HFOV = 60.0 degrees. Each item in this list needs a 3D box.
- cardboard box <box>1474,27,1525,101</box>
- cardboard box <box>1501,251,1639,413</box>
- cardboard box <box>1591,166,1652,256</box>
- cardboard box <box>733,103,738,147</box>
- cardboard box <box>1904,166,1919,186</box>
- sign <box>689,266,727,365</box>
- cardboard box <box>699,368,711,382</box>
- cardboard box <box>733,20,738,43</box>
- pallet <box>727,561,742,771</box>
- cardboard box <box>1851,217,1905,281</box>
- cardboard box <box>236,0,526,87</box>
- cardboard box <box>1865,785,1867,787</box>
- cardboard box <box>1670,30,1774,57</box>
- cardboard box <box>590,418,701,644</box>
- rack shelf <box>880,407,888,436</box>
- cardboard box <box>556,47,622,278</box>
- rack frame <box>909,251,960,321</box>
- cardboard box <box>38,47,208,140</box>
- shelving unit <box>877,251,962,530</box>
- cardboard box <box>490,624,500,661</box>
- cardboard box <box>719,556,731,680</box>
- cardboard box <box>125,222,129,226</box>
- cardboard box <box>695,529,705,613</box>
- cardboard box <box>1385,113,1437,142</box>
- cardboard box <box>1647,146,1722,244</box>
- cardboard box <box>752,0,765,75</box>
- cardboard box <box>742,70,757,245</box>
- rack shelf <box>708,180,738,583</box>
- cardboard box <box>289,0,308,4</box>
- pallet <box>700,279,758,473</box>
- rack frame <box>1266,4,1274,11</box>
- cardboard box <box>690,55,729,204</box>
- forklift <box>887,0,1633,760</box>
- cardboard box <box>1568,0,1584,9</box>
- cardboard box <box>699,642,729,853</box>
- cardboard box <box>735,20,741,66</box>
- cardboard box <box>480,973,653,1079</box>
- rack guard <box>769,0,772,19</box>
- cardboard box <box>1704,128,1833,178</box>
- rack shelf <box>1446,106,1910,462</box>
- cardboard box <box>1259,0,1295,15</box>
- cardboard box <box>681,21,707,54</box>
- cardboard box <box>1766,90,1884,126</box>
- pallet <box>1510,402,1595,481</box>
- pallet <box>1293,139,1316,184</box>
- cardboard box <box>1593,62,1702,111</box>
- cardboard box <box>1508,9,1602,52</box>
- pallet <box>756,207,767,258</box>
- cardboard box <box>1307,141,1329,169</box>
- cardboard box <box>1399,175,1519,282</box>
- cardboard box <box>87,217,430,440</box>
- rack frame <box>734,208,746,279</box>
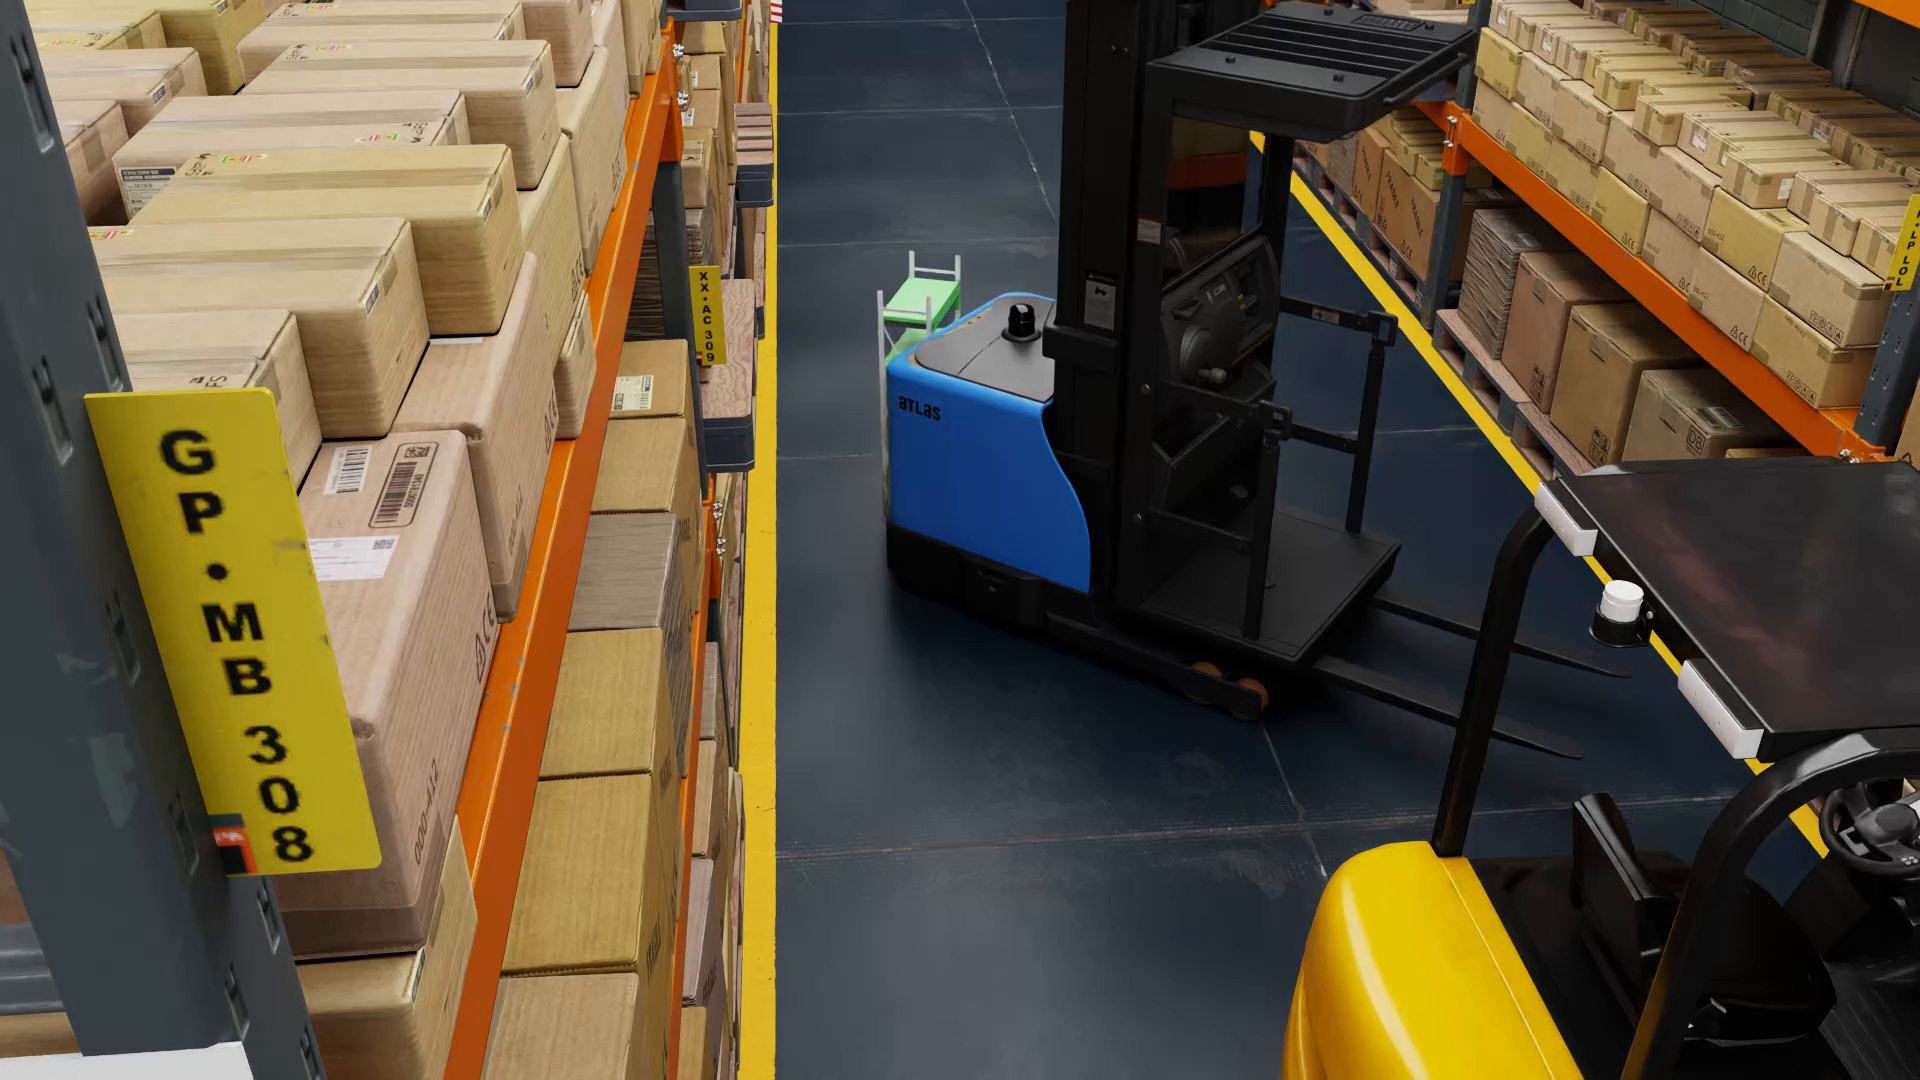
[{"bbox_3d":[3.020,-2.482,8.639,0.500,0.250,0.500,-3,31,-5],"label":"cardboard box"},{"bbox_3d":[3.360,-1.080,8.539,0.875,0.625,0.625,-2,31,-3],"label":"cardboard box"},{"bbox_3d":[3.189,-1.484,7.456,0.500,0.250,0.500,-2,31,-3],"label":"cardboard box"},{"bbox_3d":[-1.265,-1.988,7.989,0.380,0.149,0.250,-3,31,-5],"label":"cardboard box"},{"bbox_3d":[3.806,-1.307,6.284,0.380,0.149,0.250,-3,31,-5],"label":"cardboard box"},{"bbox_3d":[-0.781,-0.691,5.138,0.100,0.325,0.005,-3,31,-5],"label":"sign"},{"bbox_3d":[-1.058,-0.659,5.764,0.380,0.149,0.250,-2,31,-4],"label":"cardboard box"},{"bbox_3d":[-1.543,-3.016,9.534,0.500,0.250,0.500,-2,31,-3],"label":"cardboard box"},{"bbox_3d":[-1.395,0.510,6.690,1.003,0.211,1.213,-3,31,-5],"label":"pallet"},{"bbox_3d":[3.368,-1.014,5.793,0.380,0.149,0.250,-2,31,-3],"label":"cardboard box"},{"bbox_3d":[-0.888,-0.739,2.605,0.380,0.149,0.250,-2,31,-4],"label":"cardboard box"},{"bbox_3d":[3.336,0.734,5.868,0.500,0.250,0.500,-2,31,-4],"label":"cardboard box"},{"bbox_3d":[3.670,-2.351,8.031,0.380,0.149,0.250,-3,31,-6],"label":"cardboard box"},{"bbox_3d":[-0.977,0.017,4.408,0.500,0.500,0.500,-2,31,-3],"label":"cardboard box"},{"bbox_3d":[-0.178,-0.618,7.739,0.258,0.148,0.480,8,32,13],"label":"rack shelf"},{"bbox_3d":[-0.868,-0.650,2.845,0.500,0.250,0.500,-2,31,-4],"label":"cardboard box"},{"bbox_3d":[-0.116,-0.793,7.908,0.240,1.200,0.015,8,32,13],"label":"rack frame"},{"bbox_3d":[-1.287,-0.583,2.343,0.380,0.149,0.250,-4,31,-6],"label":"cardboard box"},{"bbox_3d":[-0.178,-0.672,7.706,0.258,1.200,0.503,8,32,13],"label":"shelving unit"},{"bbox_3d":[-0.759,0.121,1.942,0.380,0.149,0.250,-2,31,-3],"label":"cardboard box"},{"bbox_3d":[-1.372,0.391,6.324,0.950,0.372,0.625,-2,31,-4],"label":"cardboard box"},{"bbox_3d":[-1.362,-0.368,2.372,0.500,0.250,0.500,-2,31,-3],"label":"cardboard box"},{"bbox_3d":[-0.957,0.095,4.911,0.380,0.149,0.250,-2,31,-3],"label":"cardboard box"},{"bbox_3d":[2.932,-2.608,10.587,0.380,0.149,0.250,-2,31,-3],"label":"cardboard box"},{"bbox_3d":[3.223,-1.441,6.897,0.500,0.250,0.500,-2,31,-4],"label":"cardboard box"},{"bbox_3d":[-2.104,-4.237,14.007,0.875,0.438,0.875,-4,31,-6],"label":"cardboard box"},{"bbox_3d":[-1.756,-2.412,10.525,0.875,0.875,0.875,-2,31,-4],"label":"cardboard box"},{"bbox_3d":[-1.508,-1.002,7.203,1.077,0.370,4.000,-3,31,-5],"label":"rack shelf"},{"bbox_3d":[-1.476,-1.109,3.224,0.380,0.149,0.250,-4,31,-6],"label":"cardboard box"},{"bbox_3d":[-1.248,-0.604,6.024,1.003,0.211,1.213,-3,31,-5],"label":"pallet"},{"bbox_3d":[2.873,-4.614,12.549,1.000,3.000,0.127,-3,31,-5],"label":"rack frame"},{"bbox_3d":[-1.218,-1.664,6.814,0.500,0.500,0.500,-4,31,-7],"label":"cardboard box"},{"bbox_3d":[1.182,-0.858,6.328,3.031,2.935,1.130,19,36,29],"label":"forklift"},{"bbox_3d":[3.354,-3.065,9.449,0.500,0.500,0.500,-1,31,-2],"label":"cardboard box"},{"bbox_3d":[-0.999,0.678,5.230,0.500,0.500,0.500,-3,31,-5],"label":"cardboard box"},{"bbox_3d":[-1.599,-3.059,10.092,0.500,0.250,0.500,-2,31,-3],"label":"cardboard box"},{"bbox_3d":[-0.767,1.063,2.658,0.500,0.500,0.500,-2,31,-3],"label":"cardboard box"},{"bbox_3d":[-2.444,-5.355,16.228,1.175,0.500,0.348,-3,31,-5],"label":"rack guard"},{"bbox_3d":[3.236,-1.537,6.669,0.380,0.149,0.250,-3,31,-6],"label":"cardboard box"},{"bbox_3d":[3.434,-1.241,7.605,1.077,0.370,4.000,-3,31,-5],"label":"rack shelf"},{"bbox_3d":[2.600,-4.478,14.350,0.700,0.500,0.500,-4,31,-6],"label":"cardboard box"},{"bbox_3d":[-1.261,-2.139,6.977,0.380,0.149,0.250,-4,31,-7],"label":"cardboard box"},{"bbox_3d":[3.705,-1.821,7.143,0.380,0.149,0.250,-2,31,-4],"label":"cardboard box"},{"bbox_3d":[3.396,-0.331,8.098,1.003,0.211,1.213,-3,31,-5],"label":"pallet"},{"bbox_3d":[2.987,-3.003,12.572,1.003,0.211,1.213,-3,31,-5],"label":"pallet"},{"bbox_3d":[3.114,-2.058,7.539,0.380,0.149,0.250,-2,31,-4],"label":"cardboard box"},{"bbox_3d":[3.010,-2.580,8.414,0.380,0.149,0.250,-2,31,-4],"label":"cardboard box"},{"bbox_3d":[-1.804,-2.162,11.164,1.003,0.211,1.213,-3,31,-5],"label":"pallet"},{"bbox_3d":[2.796,-2.937,11.769,0.500,0.500,0.500,-4,31,-6],"label":"cardboard box"},{"bbox_3d":[2.993,-1.884,10.007,0.500,0.500,0.500,-2,31,-3],"label":"cardboard box"},{"bbox_3d":[-0.779,-0.219,1.734,0.380,0.149,0.250,-3,31,-5],"label":"cardboard box"},{"bbox_3d":[-1.695,-2.332,8.729,1.000,3.000,0.127,-3,31,-5],"label":"rack frame"}]
